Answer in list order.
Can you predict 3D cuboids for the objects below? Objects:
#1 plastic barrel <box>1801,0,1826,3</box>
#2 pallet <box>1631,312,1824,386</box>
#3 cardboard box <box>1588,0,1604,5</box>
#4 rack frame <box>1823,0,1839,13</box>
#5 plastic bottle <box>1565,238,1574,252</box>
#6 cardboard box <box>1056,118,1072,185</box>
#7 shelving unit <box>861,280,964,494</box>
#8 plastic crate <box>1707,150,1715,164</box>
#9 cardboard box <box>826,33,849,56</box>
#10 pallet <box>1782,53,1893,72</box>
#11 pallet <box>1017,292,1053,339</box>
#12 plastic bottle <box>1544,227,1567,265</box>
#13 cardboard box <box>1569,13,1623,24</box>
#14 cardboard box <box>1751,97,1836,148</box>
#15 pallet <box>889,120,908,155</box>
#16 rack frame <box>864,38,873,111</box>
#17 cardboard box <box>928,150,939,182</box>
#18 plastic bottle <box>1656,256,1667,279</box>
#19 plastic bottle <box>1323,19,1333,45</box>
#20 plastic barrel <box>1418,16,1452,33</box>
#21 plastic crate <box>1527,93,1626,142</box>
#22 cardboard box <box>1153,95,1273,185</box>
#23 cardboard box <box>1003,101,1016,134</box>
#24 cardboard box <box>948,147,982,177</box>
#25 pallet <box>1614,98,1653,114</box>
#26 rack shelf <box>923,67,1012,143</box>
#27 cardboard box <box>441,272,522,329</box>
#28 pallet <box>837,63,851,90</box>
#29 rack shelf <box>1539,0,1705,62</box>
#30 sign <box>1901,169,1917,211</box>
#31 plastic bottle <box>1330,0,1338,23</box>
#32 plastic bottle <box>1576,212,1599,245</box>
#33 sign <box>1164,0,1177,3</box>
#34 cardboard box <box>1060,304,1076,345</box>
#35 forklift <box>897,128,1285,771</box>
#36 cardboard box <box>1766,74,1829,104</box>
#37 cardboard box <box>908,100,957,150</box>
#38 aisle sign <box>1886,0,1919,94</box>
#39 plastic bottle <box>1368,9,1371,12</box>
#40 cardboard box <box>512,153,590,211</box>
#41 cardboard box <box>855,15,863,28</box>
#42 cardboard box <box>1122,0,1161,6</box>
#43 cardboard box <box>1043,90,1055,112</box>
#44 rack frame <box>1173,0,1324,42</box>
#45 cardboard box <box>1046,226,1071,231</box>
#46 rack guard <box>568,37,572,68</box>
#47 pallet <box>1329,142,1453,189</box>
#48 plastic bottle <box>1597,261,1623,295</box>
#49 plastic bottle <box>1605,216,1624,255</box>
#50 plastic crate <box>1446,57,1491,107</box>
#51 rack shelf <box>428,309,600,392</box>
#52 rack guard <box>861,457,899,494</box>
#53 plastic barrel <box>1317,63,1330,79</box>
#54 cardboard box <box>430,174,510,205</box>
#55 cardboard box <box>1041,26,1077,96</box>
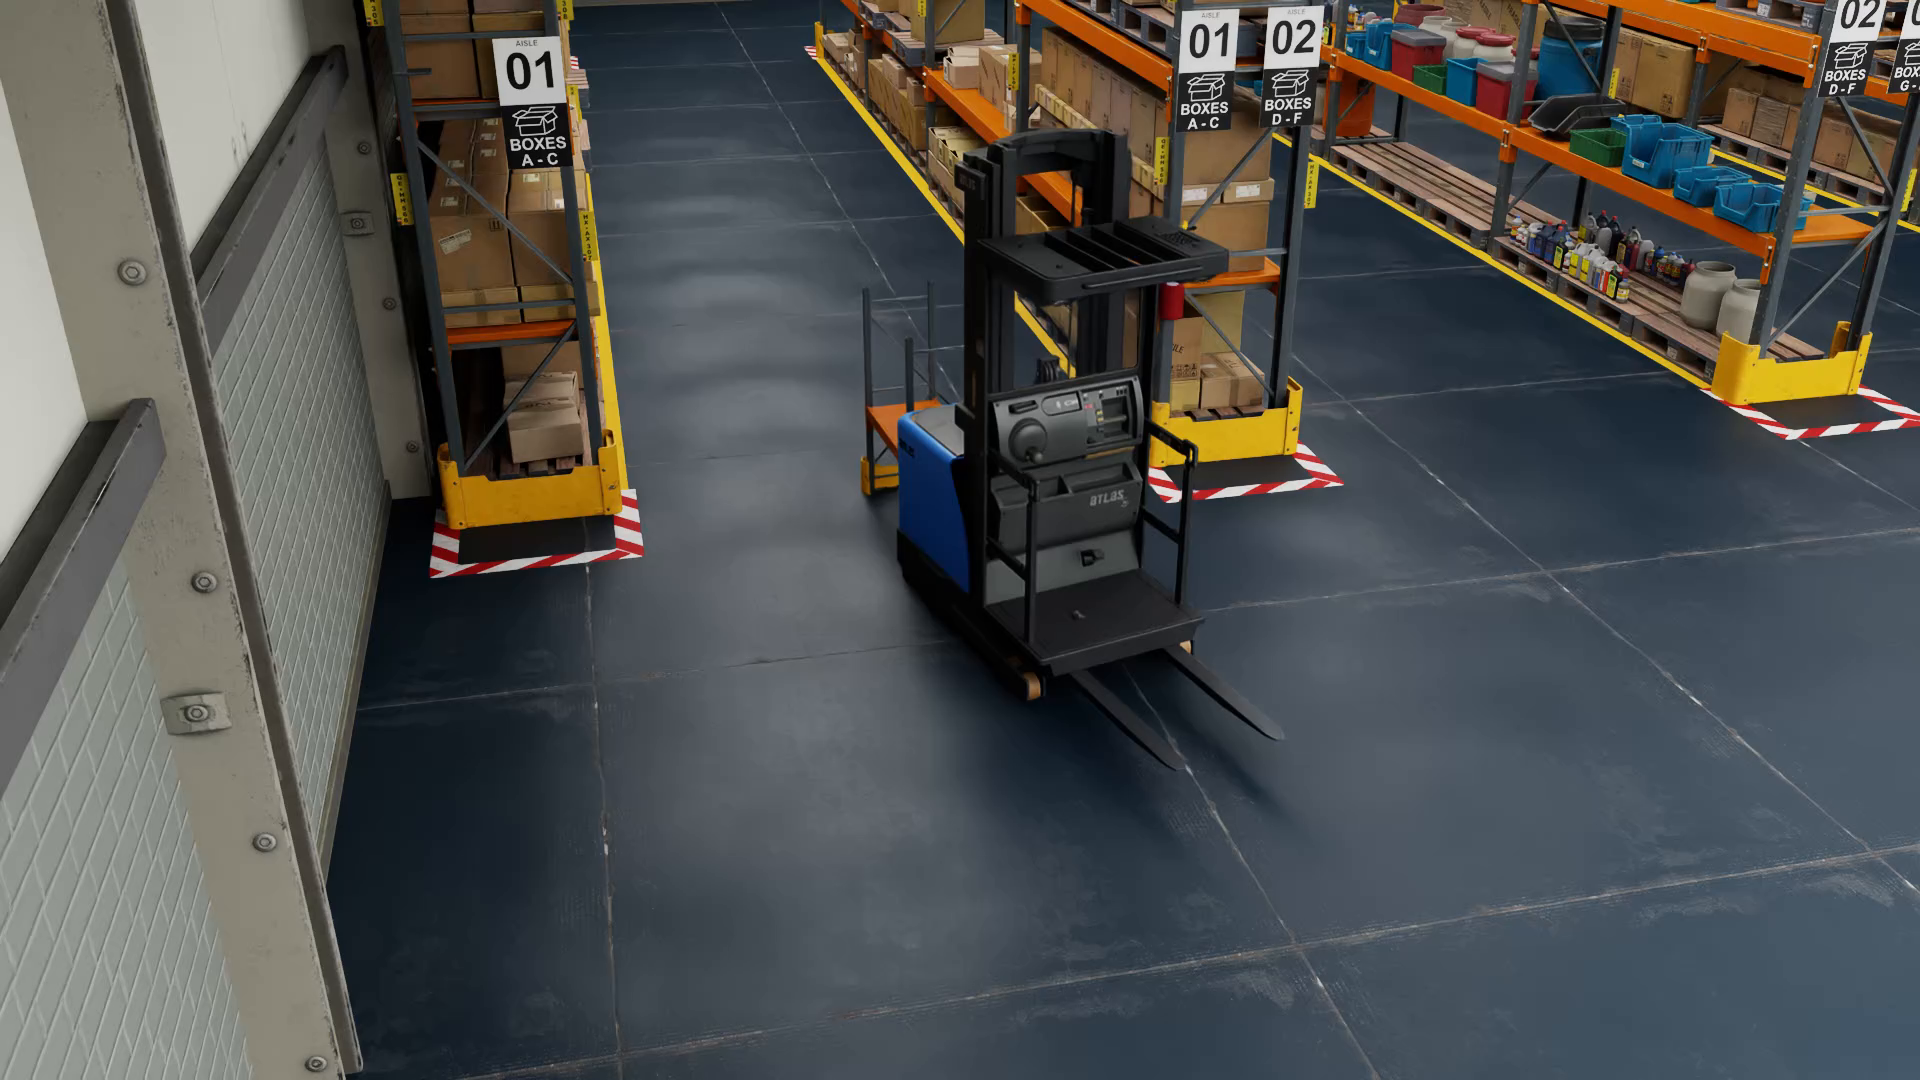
[{"bbox_3d":[6.505,-4.430,12.272,0.600,0.830,0.708,-6,27,-12],"label":"plastic barrel"},{"bbox_3d":[6.497,-1.652,14.135,1.003,0.211,1.213,-6,27,-12],"label":"pallet"},{"bbox_3d":[8.946,-7.659,22.831,0.500,0.500,0.500,-7,28,-13],"label":"cardboard box"},{"bbox_3d":[6.738,-5.189,11.391,1.000,3.000,0.127,-6,27,-12],"label":"rack frame"},{"bbox_3d":[5.726,-2.705,15.667,0.097,0.271,0.097,0,27,0],"label":"plastic bottle"},{"bbox_3d":[1.241,-3.385,14.363,0.700,0.500,0.500,-6,27,-12],"label":"cardboard box"},{"bbox_3d":[-0.256,-0.834,11.085,0.587,1.500,1.083,-8,28,-16],"label":"shelving unit"},{"bbox_3d":[6.449,-3.462,14.919,0.530,0.136,0.437,-6,27,-12],"label":"plastic crate"},{"bbox_3d":[-1.736,-7.516,25.221,0.500,0.250,0.500,-6,27,-12],"label":"cardboard box"},{"bbox_3d":[10.247,-5.575,19.027,1.003,0.211,1.213,-6,27,-12],"label":"pallet"},{"bbox_3d":[1.148,-2.167,15.156,1.003,0.211,1.213,-6,27,-12],"label":"pallet"},{"bbox_3d":[5.657,-2.801,15.769,0.144,0.351,0.185,-7,28,-14],"label":"plastic bottle"},{"bbox_3d":[9.225,-6.850,23.230,1.225,0.875,0.875,-7,28,-13],"label":"cardboard box"},{"bbox_3d":[10.069,-5.072,20.102,0.700,0.500,0.500,-8,28,-16],"label":"cardboard box"},{"bbox_3d":[-0.294,-5.143,21.051,1.003,0.211,1.213,-6,27,-12],"label":"pallet"},{"bbox_3d":[-0.793,-7.278,22.186,1.000,3.000,0.127,-6,27,-12],"label":"rack frame"},{"bbox_3d":[-0.060,-4.222,18.717,0.500,0.250,0.500,-6,27,-12],"label":"cardboard box"},{"bbox_3d":[6.511,-2.524,15.385,0.097,0.201,0.097,0,27,0],"label":"plastic bottle"},{"bbox_3d":[4.428,-6.105,19.993,0.061,0.283,0.133,-6,27,-12],"label":"plastic bottle"},{"bbox_3d":[5.375,-5.643,18.823,0.421,0.512,0.421,0,27,0],"label":"plastic barrel"},{"bbox_3d":[5.831,-3.997,15.754,0.767,0.338,0.504,-6,27,-12],"label":"plastic crate"},{"bbox_3d":[1.807,-2.863,11.889,0.700,0.500,0.500,-6,27,-11],"label":"cardboard box"},{"bbox_3d":[0.633,-4.073,15.986,0.396,0.266,0.258,-7,28,-13],"label":"cardboard box"},{"bbox_3d":[0.180,-4.018,17.692,0.500,0.311,0.500,-7,28,-13],"label":"cardboard box"},{"bbox_3d":[9.385,-6.169,23.085,1.003,0.211,1.213,-6,27,-12],"label":"pallet"},{"bbox_3d":[0.559,-4.322,17.130,1.077,0.370,4.000,-6,27,-12],"label":"rack shelf"},{"bbox_3d":[-3.208,-1.632,11.146,0.500,0.250,0.500,-6,27,-11],"label":"cardboard box"},{"bbox_3d":[-1.225,-6.871,24.475,1.003,0.211,1.213,-6,27,-12],"label":"pallet"},{"bbox_3d":[9.310,-7.083,22.598,1.077,0.370,4.000,-6,27,-12],"label":"rack shelf"},{"bbox_3d":[7.275,-2.688,12.787,0.100,0.325,0.005,-6,27,-12],"label":"sign"},{"bbox_3d":[4.840,-6.799,21.376,0.152,0.276,0.135,-6,27,-12],"label":"plastic bottle"},{"bbox_3d":[6.122,-3.013,16.188,0.144,0.351,0.185,-6,27,-12],"label":"plastic bottle"},{"bbox_3d":[1.380,-3.660,10.794,0.100,0.325,0.005,-6,27,-12],"label":"sign"},{"bbox_3d":[1.153,-1.832,13.983,0.500,0.250,0.500,-6,27,-12],"label":"cardboard box"},{"bbox_3d":[0.706,-0.634,9.099,1.130,2.935,3.031,-13,29,-23],"label":"forklift"},{"bbox_3d":[10.070,-5.418,19.956,0.500,0.250,0.500,-3,27,-6],"label":"cardboard box"},{"bbox_3d":[-0.331,-4.989,19.937,0.500,0.500,0.500,-5,27,-10],"label":"cardboard box"},{"bbox_3d":[7.040,-3.670,12.153,0.394,0.787,0.004,-6,27,-12],"label":"aisle sign"},{"bbox_3d":[5.063,-6.460,20.696,0.061,0.283,0.133,-6,27,-12],"label":"plastic bottle"},{"bbox_3d":[-2.941,-2.467,11.968,0.500,0.500,0.500,-7,28,-13],"label":"cardboard box"},{"bbox_3d":[-1.332,-7.900,25.706,0.500,0.500,0.500,-6,27,-12],"label":"cardboard box"},{"bbox_3d":[1.395,-4.010,11.929,0.500,0.250,0.500,-6,27,-12],"label":"cardboard box"},{"bbox_3d":[0.938,-3.852,14.568,0.380,0.149,0.250,-6,27,-11],"label":"cardboard box"},{"bbox_3d":[1.911,-4.688,10.397,1.000,3.000,0.127,-6,27,-12],"label":"rack frame"},{"bbox_3d":[1.035,-2.386,14.248,0.500,0.500,0.500,-6,27,-12],"label":"cardboard box"},{"bbox_3d":[-6.525,-7.424,25.249,1.175,0.500,0.348,-6,27,-12],"label":"rack guard"},{"bbox_3d":[5.072,-4.434,19.647,1.003,0.211,1.213,-6,27,-12],"label":"pallet"},{"bbox_3d":[5.867,-2.367,14.991,0.152,0.276,0.135,-6,27,-11],"label":"plastic bottle"},{"bbox_3d":[6.306,-2.943,16.050,0.144,0.351,0.185,-7,28,-14],"label":"plastic bottle"},{"bbox_3d":[5.285,-4.712,17.122,0.392,0.384,0.575,-6,27,-12],"label":"plastic crate"},{"bbox_3d":[-3.365,-2.062,12.651,1.077,0.370,4.000,-6,27,-12],"label":"rack shelf"},{"bbox_3d":[-0.410,-0.490,11.789,0.587,0.250,0.087,-8,28,-16],"label":"rack guard"},{"bbox_3d":[4.554,-5.843,21.553,0.600,0.588,0.708,-6,27,-12],"label":"plastic barrel"},{"bbox_3d":[-3.331,-2.189,11.416,0.500,0.500,0.500,-6,27,-11],"label":"cardboard box"},{"bbox_3d":[1.116,-4.195,14.529,0.700,0.500,0.500,-6,27,-11],"label":"cardboard box"}]
